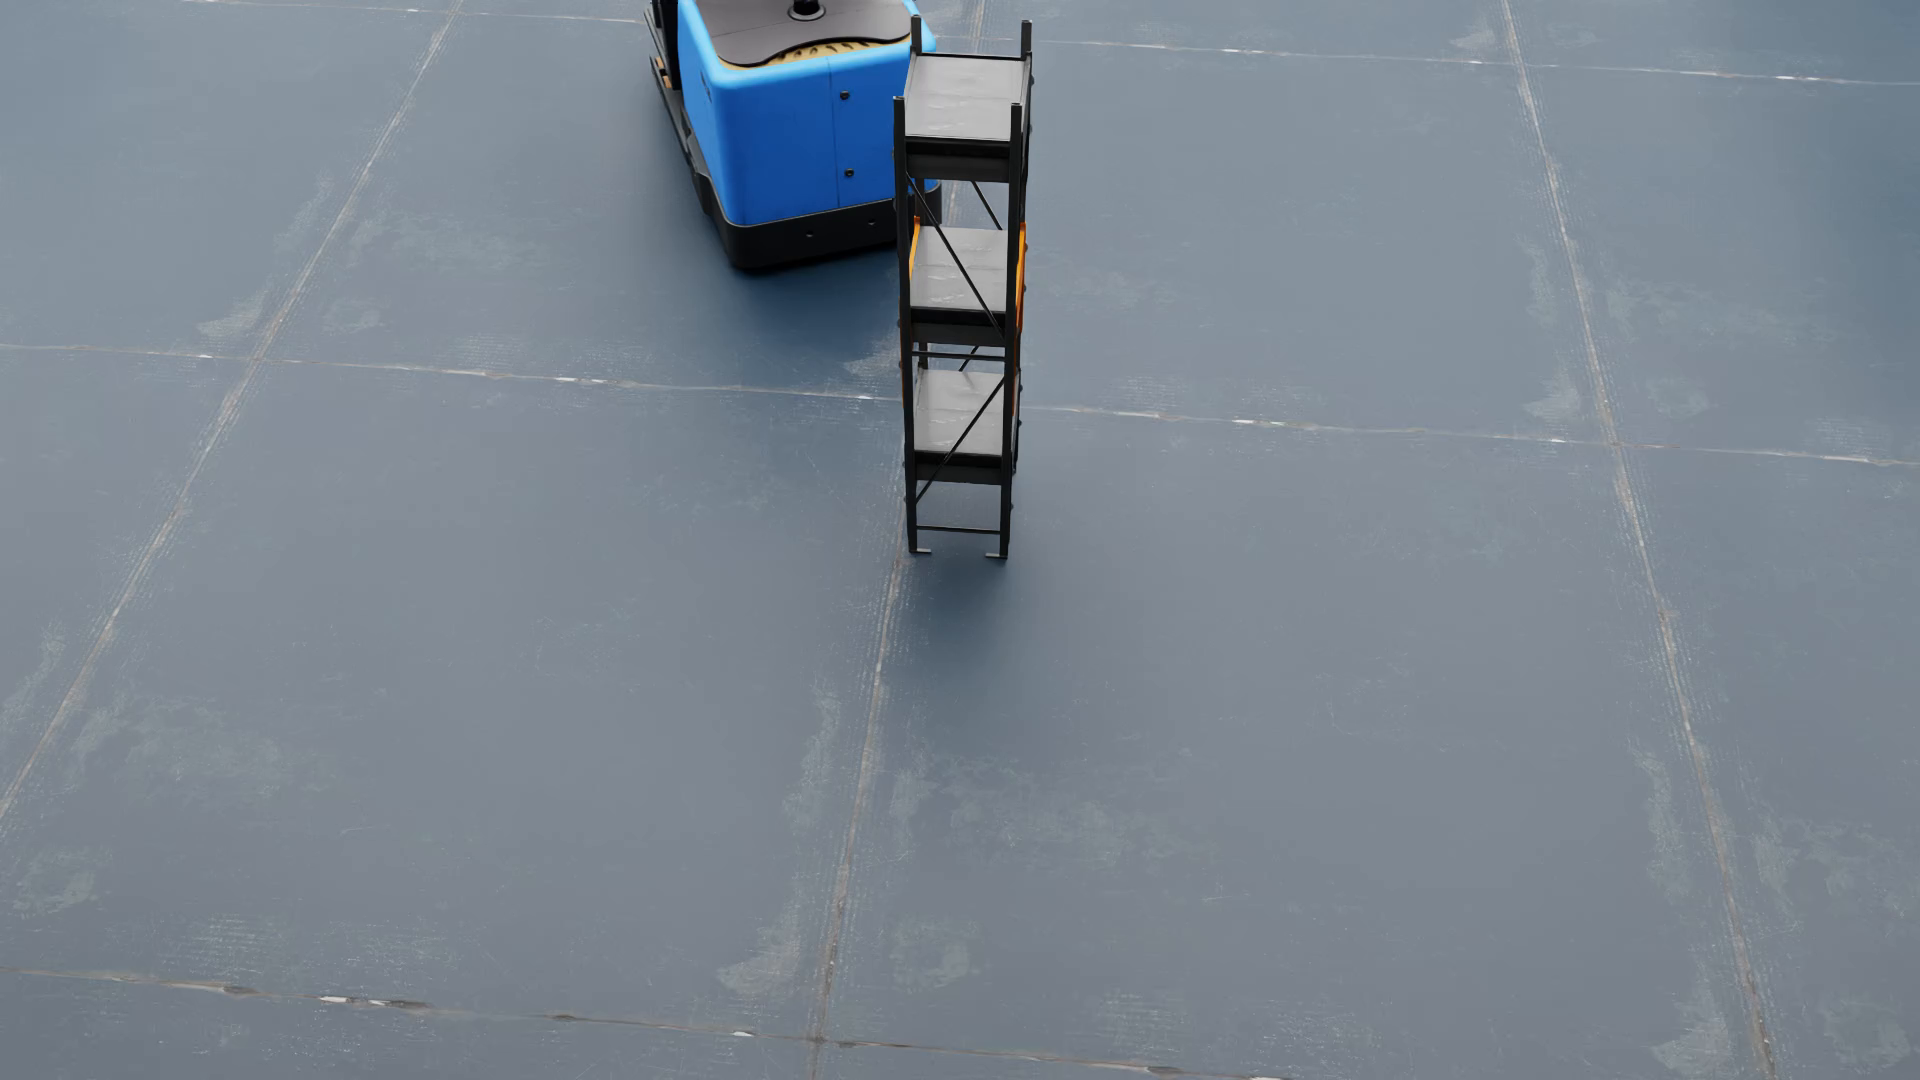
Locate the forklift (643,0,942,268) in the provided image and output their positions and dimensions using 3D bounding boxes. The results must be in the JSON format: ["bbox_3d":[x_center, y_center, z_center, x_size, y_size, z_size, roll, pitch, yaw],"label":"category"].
[{"bbox_3d":[-1.028,-3.378,7.854,1.130,2.935,3.031,-14,49,-12],"label":"forklift"}]

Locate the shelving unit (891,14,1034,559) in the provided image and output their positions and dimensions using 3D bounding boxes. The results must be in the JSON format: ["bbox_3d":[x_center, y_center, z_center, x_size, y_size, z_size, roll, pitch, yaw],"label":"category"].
[{"bbox_3d":[0.015,-0.830,6.086,0.431,2.100,0.503,4,48,4],"label":"shelving unit"}]

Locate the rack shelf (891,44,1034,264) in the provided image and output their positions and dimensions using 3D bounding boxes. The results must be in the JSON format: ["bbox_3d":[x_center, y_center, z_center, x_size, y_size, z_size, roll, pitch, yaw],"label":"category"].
[{"bbox_3d":[0.015,-1.294,5.580,0.431,0.518,0.480,4,48,4],"label":"rack shelf"}]

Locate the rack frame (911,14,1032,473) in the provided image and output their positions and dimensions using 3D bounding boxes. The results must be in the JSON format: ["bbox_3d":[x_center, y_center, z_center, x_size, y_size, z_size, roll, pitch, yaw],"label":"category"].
[{"bbox_3d":[0.037,-1.010,6.250,0.400,2.100,0.015,4,48,4],"label":"rack frame"}]

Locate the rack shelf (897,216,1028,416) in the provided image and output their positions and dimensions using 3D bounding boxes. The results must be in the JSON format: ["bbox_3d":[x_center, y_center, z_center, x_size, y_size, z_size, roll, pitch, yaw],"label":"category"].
[{"bbox_3d":[0.015,-0.821,6.097,0.431,0.518,0.480,4,48,4],"label":"rack shelf"}]

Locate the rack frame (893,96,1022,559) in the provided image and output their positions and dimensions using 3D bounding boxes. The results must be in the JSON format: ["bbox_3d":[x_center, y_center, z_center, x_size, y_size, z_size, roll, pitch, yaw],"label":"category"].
[{"bbox_3d":[-0.007,-0.651,5.922,0.400,2.100,0.015,4,48,4],"label":"rack frame"}]

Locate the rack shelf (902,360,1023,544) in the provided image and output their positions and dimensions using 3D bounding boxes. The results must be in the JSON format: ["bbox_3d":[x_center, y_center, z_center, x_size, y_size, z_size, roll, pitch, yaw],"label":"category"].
[{"bbox_3d":[0.015,-0.349,6.613,0.431,0.518,0.480,4,48,4],"label":"rack shelf"}]
